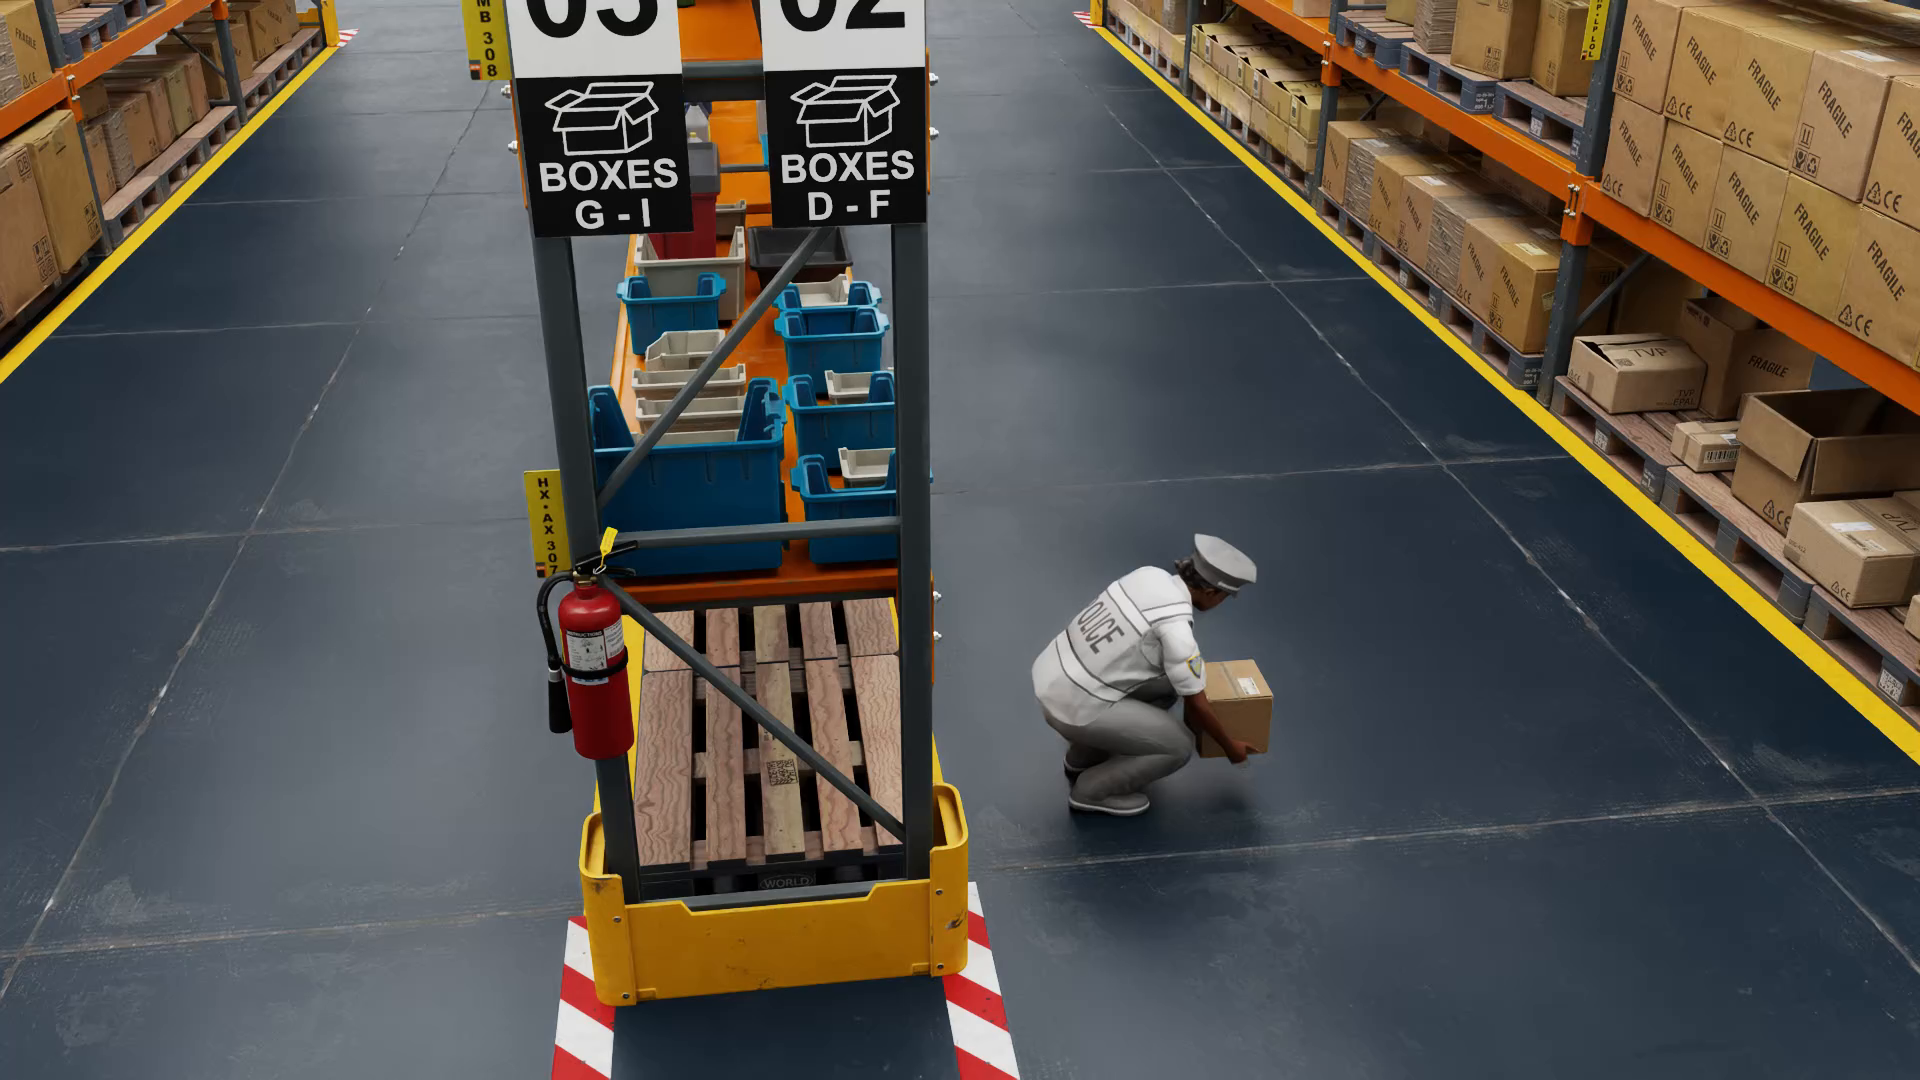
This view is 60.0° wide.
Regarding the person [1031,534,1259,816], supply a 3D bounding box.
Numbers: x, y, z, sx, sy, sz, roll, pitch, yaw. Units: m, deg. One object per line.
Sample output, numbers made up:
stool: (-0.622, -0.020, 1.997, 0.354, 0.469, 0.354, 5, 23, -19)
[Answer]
person: (0.663, 0.476, 5.955, 0.811, 0.996, 0.464, -1, 27, -2)
